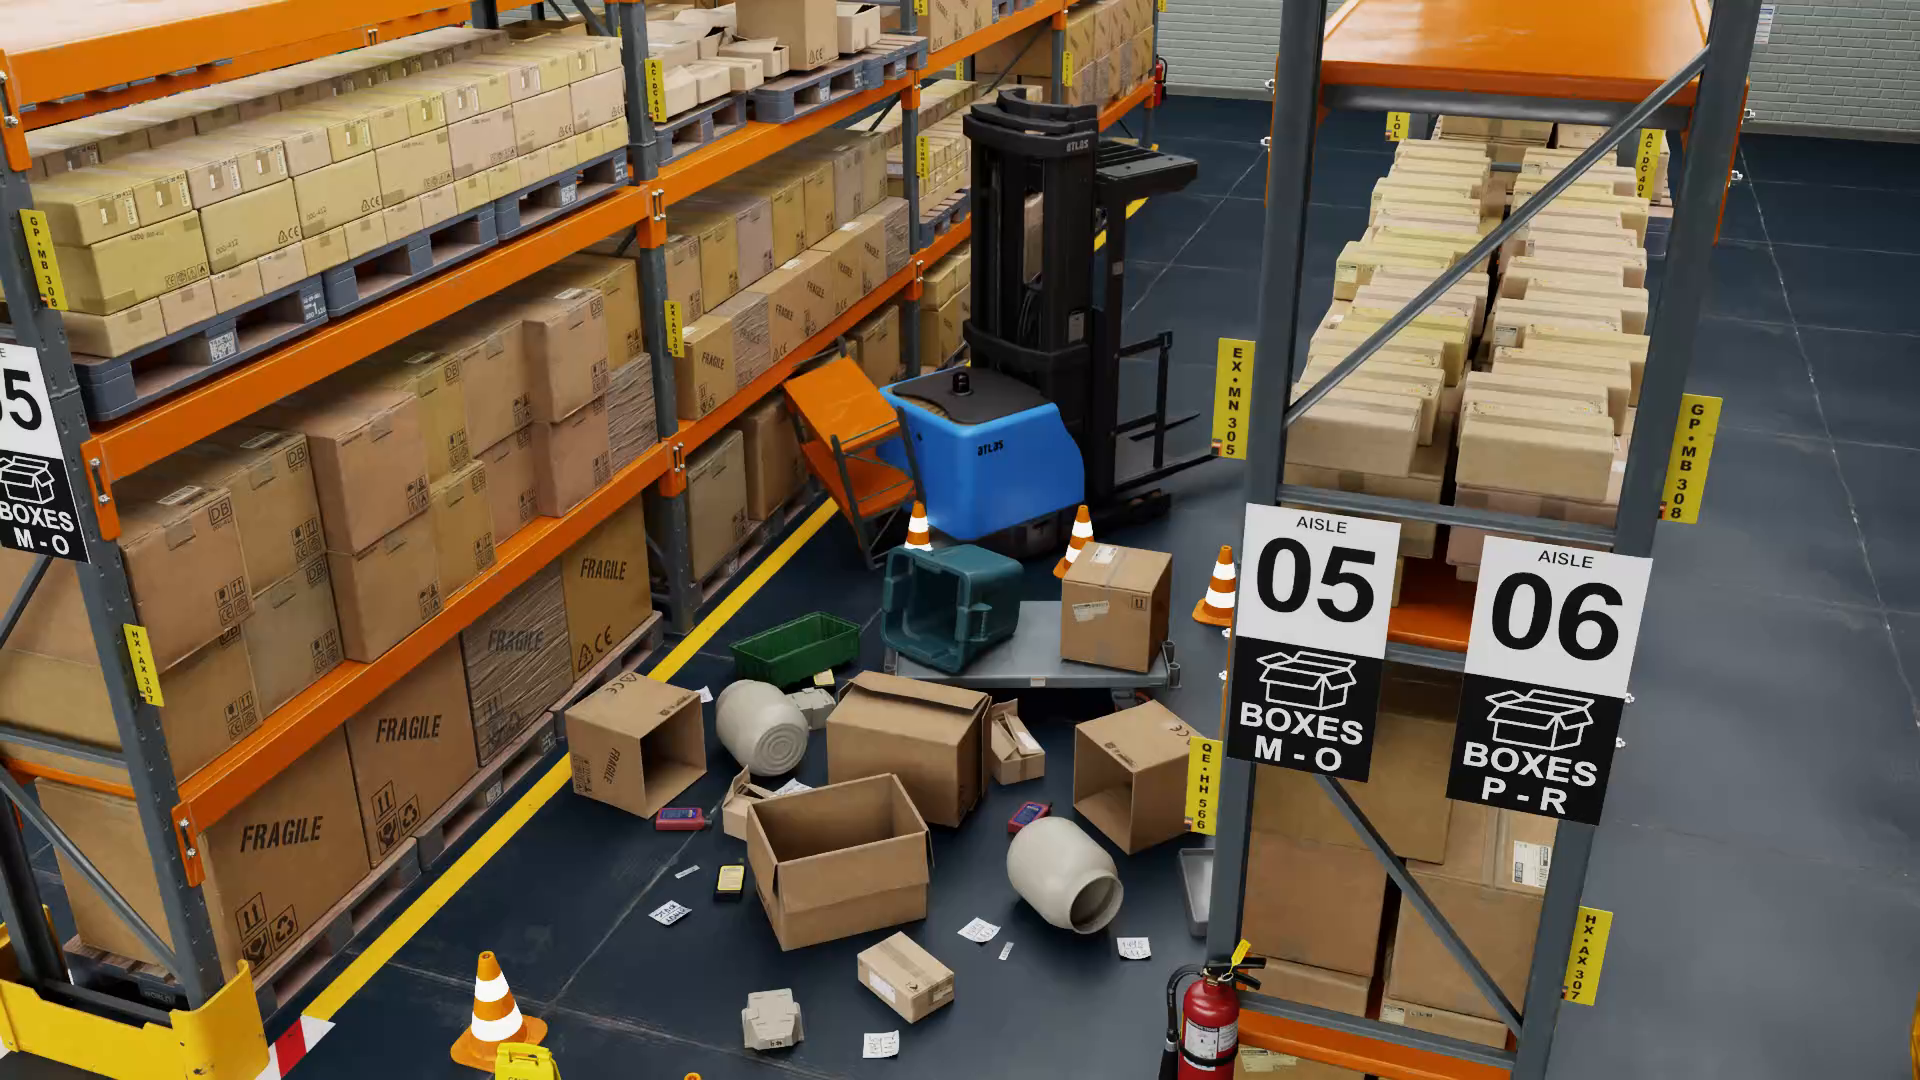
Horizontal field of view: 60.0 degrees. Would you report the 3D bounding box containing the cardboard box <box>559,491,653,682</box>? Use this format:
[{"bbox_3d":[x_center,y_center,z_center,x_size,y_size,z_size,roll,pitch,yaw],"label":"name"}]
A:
[{"bbox_3d":[-2.416,0.168,9.642,0.875,0.875,0.875,9,27,18],"label":"cardboard box"}]

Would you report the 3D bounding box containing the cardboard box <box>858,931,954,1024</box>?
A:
[{"bbox_3d":[-0.239,1.924,7.329,0.250,0.149,0.380,-20,33,-36],"label":"cardboard box"}]

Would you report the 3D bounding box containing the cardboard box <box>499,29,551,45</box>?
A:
[{"bbox_3d":[-4.566,-4.849,16.780,0.797,0.503,0.637,9,27,18],"label":"cardboard box"}]

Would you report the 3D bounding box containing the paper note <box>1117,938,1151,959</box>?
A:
[{"bbox_3d":[0.796,1.859,7.600,0.142,0.019,0.148,0,26,-1],"label":"paper note"}]

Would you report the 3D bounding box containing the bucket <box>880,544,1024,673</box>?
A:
[{"bbox_3d":[-0.012,0.331,9.359,0.726,0.611,0.620,20,22,35],"label":"bucket"}]

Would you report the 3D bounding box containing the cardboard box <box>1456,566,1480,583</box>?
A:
[{"bbox_3d":[1.649,0.025,4.826,0.380,0.149,0.250,8,27,16],"label":"cardboard box"}]

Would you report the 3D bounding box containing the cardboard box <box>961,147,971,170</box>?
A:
[{"bbox_3d":[-0.118,-3.299,14.310,0.380,0.149,0.250,9,27,18],"label":"cardboard box"}]

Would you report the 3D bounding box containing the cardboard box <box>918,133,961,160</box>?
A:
[{"bbox_3d":[-0.212,-3.317,14.006,0.380,0.149,0.250,8,27,15],"label":"cardboard box"}]

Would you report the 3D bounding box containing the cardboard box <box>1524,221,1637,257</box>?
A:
[{"bbox_3d":[2.293,-1.063,6.158,0.380,0.149,0.250,9,27,18],"label":"cardboard box"}]

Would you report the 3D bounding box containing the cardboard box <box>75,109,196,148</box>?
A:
[{"bbox_3d":[-3.341,-1.639,6.750,0.380,0.149,0.250,9,27,18],"label":"cardboard box"}]

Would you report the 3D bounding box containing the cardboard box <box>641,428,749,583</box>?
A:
[{"bbox_3d":[-2.019,-0.293,10.736,1.050,0.750,0.750,9,27,17],"label":"cardboard box"}]

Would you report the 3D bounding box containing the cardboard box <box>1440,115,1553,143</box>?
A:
[{"bbox_3d":[2.634,-2.125,8.095,0.500,0.250,0.500,9,27,19],"label":"cardboard box"}]

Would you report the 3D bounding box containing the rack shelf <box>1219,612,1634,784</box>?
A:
[{"bbox_3d":[1.895,-0.376,6.192,1.077,0.370,4.000,9,27,17],"label":"rack shelf"}]

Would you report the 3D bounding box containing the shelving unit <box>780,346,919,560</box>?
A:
[{"bbox_3d":[-0.699,-0.588,11.120,0.538,0.981,1.030,-24,41,-13],"label":"shelving unit"}]

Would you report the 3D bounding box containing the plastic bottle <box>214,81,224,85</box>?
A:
[{"bbox_3d":[-8.619,-5.350,19.224,0.152,0.276,0.135,9,27,17],"label":"plastic bottle"}]

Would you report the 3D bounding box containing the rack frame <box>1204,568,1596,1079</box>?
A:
[{"bbox_3d":[1.230,1.472,4.991,1.000,3.000,0.127,9,27,17],"label":"rack frame"}]

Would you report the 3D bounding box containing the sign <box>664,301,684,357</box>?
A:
[{"bbox_3d":[-9.128,-2.400,11.828,16.064,0.392,0.098,9,27,17],"label":"sign"}]

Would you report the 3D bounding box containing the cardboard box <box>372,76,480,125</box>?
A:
[{"bbox_3d":[-2.382,-1.963,7.420,0.380,0.149,0.250,8,27,17],"label":"cardboard box"}]

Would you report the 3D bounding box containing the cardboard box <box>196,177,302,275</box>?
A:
[{"bbox_3d":[-2.901,-1.225,6.353,0.500,0.250,0.500,8,27,17],"label":"cardboard box"}]

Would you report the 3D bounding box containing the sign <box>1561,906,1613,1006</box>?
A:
[{"bbox_3d":[-7.792,-4.021,15.298,25.968,0.365,16.011,9,27,17],"label":"sign"}]

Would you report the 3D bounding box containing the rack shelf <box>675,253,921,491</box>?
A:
[{"bbox_3d":[-1.475,-1.346,11.637,1.077,0.370,4.000,9,27,17],"label":"rack shelf"}]

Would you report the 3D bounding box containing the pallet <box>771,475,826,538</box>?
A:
[{"bbox_3d":[1.337,-0.649,12.571,6.107,0.211,4.108,9,27,17],"label":"pallet"}]

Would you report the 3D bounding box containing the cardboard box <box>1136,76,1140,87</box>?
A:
[{"bbox_3d":[1.892,-5.395,19.462,0.380,0.149,0.250,9,27,17],"label":"cardboard box"}]

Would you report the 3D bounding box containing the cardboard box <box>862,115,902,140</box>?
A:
[{"bbox_3d":[-0.646,-3.634,14.662,0.380,0.149,0.250,10,28,20],"label":"cardboard box"}]

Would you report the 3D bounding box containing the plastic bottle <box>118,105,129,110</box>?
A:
[{"bbox_3d":[-9.064,-4.744,17.963,0.061,0.283,0.133,9,27,17],"label":"plastic bottle"}]

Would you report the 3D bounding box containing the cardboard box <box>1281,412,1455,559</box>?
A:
[{"bbox_3d":[1.146,-0.194,4.820,0.500,0.250,0.500,8,27,17],"label":"cardboard box"}]

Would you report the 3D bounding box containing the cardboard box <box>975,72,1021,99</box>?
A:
[{"bbox_3d":[0.416,-4.554,16.982,0.500,0.500,0.500,9,27,18],"label":"cardboard box"}]

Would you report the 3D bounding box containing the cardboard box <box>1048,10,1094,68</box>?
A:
[{"bbox_3d":[1.060,-5.130,17.023,0.500,0.500,0.500,8,27,16],"label":"cardboard box"}]

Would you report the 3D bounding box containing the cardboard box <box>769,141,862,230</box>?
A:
[{"bbox_3d":[-1.135,-2.596,12.131,0.700,0.500,0.500,8,27,17],"label":"cardboard box"}]

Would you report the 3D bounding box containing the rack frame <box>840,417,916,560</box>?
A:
[{"bbox_3d":[-0.483,-0.320,10.746,0.475,0.981,0.013,-24,41,-13],"label":"rack frame"}]

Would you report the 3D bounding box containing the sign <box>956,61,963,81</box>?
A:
[{"bbox_3d":[0.007,-4.601,16.540,0.100,0.325,0.005,9,27,17],"label":"sign"}]

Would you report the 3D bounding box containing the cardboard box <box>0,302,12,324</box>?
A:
[{"bbox_3d":[-3.681,-0.861,6.059,0.380,0.149,0.250,9,27,17],"label":"cardboard box"}]

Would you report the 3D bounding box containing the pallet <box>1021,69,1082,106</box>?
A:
[{"bbox_3d":[-9.991,-4.717,16.270,20.827,1.712,8.533,9,27,17],"label":"pallet"}]

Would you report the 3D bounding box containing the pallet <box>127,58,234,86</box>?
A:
[{"bbox_3d":[-6.136,-3.539,12.115,1.213,0.211,1.003,9,27,17],"label":"pallet"}]

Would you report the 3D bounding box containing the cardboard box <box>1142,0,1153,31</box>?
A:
[{"bbox_3d":[1.935,-6.184,19.201,0.500,0.500,0.500,8,27,16],"label":"cardboard box"}]

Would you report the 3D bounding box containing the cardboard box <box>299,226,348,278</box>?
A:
[{"bbox_3d":[-2.720,-1.185,6.728,0.380,0.149,0.250,9,27,18],"label":"cardboard box"}]

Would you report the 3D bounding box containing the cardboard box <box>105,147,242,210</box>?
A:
[{"bbox_3d":[-2.891,-1.333,6.120,0.380,0.149,0.250,8,27,17],"label":"cardboard box"}]

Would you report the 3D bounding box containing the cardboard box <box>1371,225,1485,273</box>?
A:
[{"bbox_3d":[1.709,-1.035,6.100,0.380,0.149,0.250,9,27,18],"label":"cardboard box"}]

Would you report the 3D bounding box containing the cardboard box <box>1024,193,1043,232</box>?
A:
[{"bbox_3d":[0.512,-3.194,16.155,0.500,0.250,0.500,8,27,16],"label":"cardboard box"}]

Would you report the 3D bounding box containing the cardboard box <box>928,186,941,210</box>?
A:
[{"bbox_3d":[-0.381,-2.833,13.688,0.380,0.149,0.250,10,28,20],"label":"cardboard box"}]

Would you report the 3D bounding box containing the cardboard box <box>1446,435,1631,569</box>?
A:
[{"bbox_3d":[1.648,-0.112,4.652,0.500,0.250,0.500,8,27,17],"label":"cardboard box"}]

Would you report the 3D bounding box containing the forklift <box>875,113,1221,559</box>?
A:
[{"bbox_3d":[0.876,-1.564,11.441,3.031,2.843,1.129,-19,32,-34],"label":"forklift"}]

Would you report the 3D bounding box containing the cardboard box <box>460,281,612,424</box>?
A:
[{"bbox_3d":[-2.369,-1.012,8.711,0.875,0.550,0.550,9,27,17],"label":"cardboard box"}]

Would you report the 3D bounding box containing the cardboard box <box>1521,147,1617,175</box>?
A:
[{"bbox_3d":[2.661,-1.606,7.279,0.380,0.149,0.250,9,27,19],"label":"cardboard box"}]

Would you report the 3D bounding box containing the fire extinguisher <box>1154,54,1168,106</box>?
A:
[{"bbox_3d":[2.372,-5.613,20.142,0.296,0.674,0.183,9,27,17],"label":"fire extinguisher"}]

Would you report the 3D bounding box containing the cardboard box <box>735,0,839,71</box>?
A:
[{"bbox_3d":[-1.124,-3.366,10.830,0.500,0.500,0.500,9,27,17],"label":"cardboard box"}]

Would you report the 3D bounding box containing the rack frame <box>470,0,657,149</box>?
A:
[{"bbox_3d":[-2.141,-3.548,8.476,1.000,3.000,0.127,9,27,17],"label":"rack frame"}]

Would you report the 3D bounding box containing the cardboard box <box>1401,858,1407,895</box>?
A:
[{"bbox_3d":[1.818,0.925,5.664,0.500,0.500,0.500,10,27,19],"label":"cardboard box"}]
